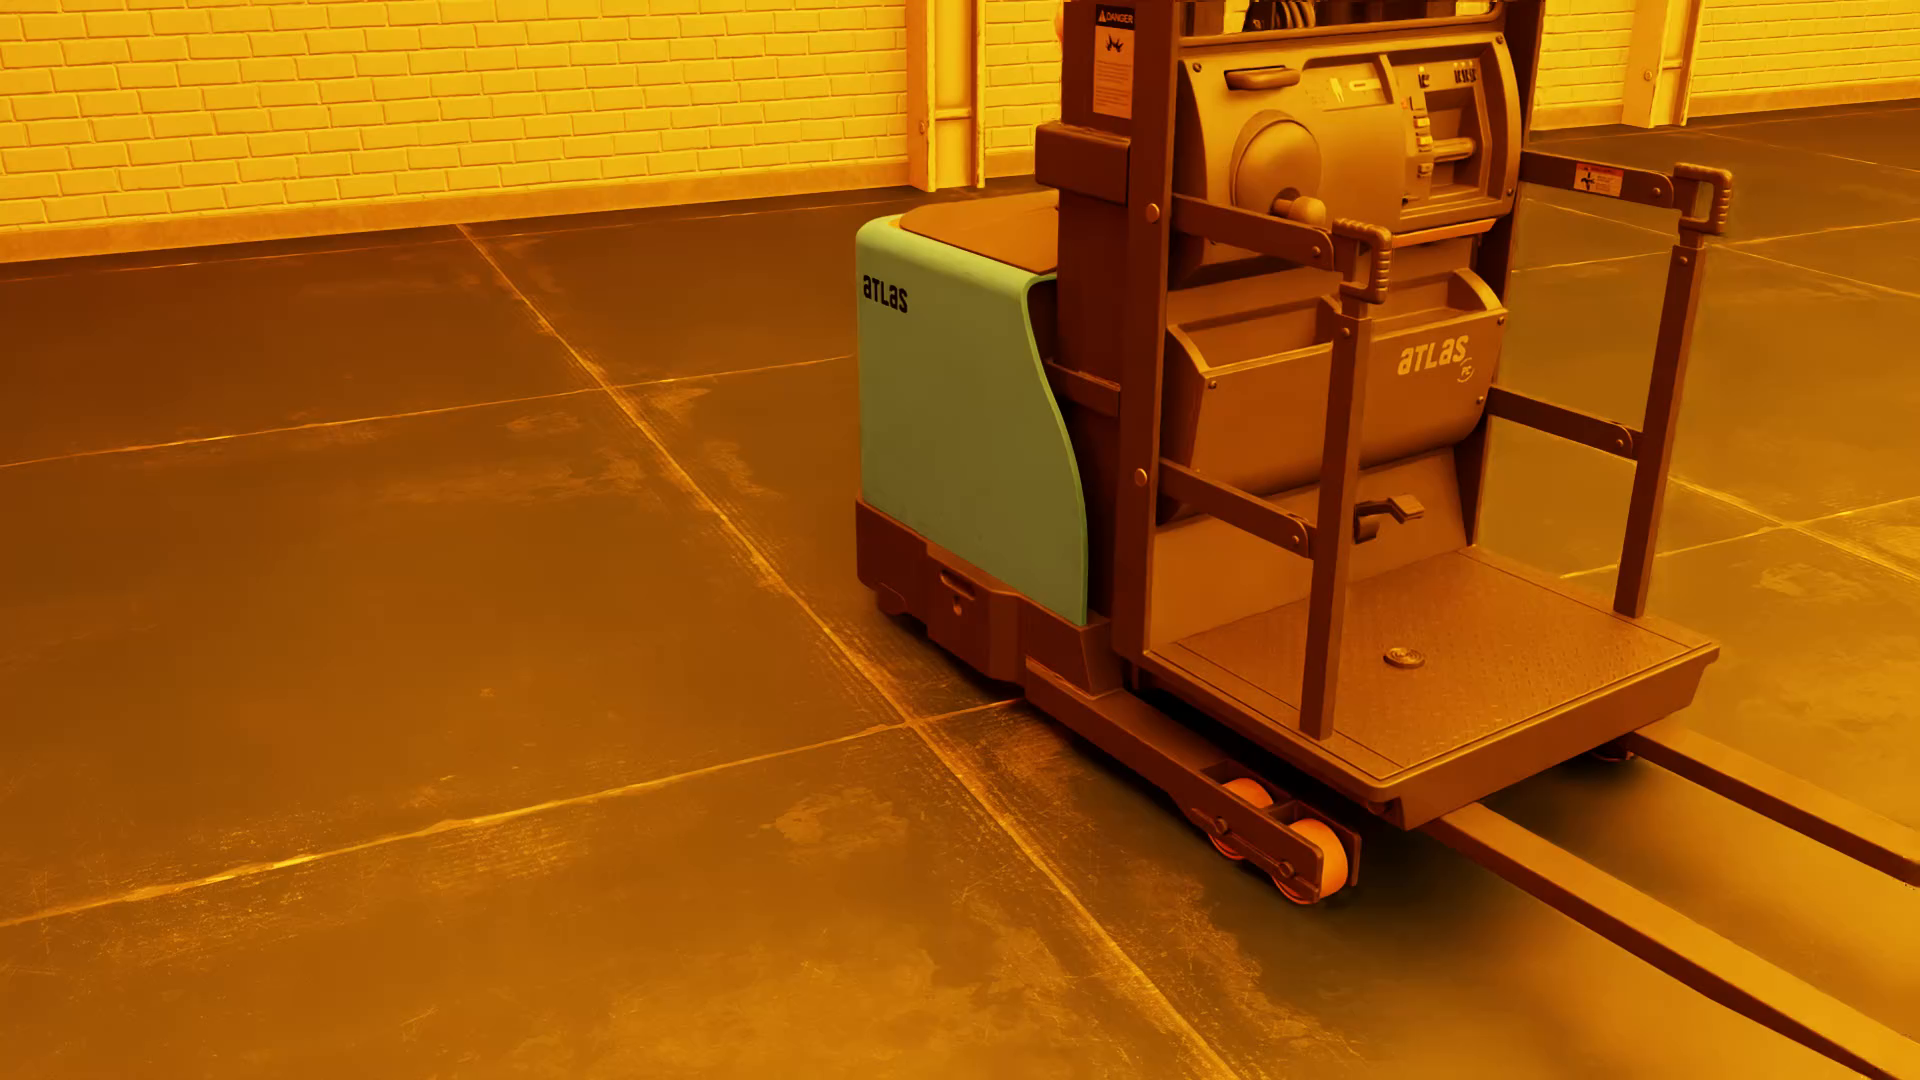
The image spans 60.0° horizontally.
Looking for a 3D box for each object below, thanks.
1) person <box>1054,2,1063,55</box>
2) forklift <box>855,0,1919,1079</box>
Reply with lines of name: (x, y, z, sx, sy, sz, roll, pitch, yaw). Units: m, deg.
person: (0.702, -0.849, 5.080, 0.880, 1.539, 0.978, -20, 30, -39)
forklift: (0.954, -0.832, 3.288, 1.130, 2.935, 3.031, -15, 27, -31)
